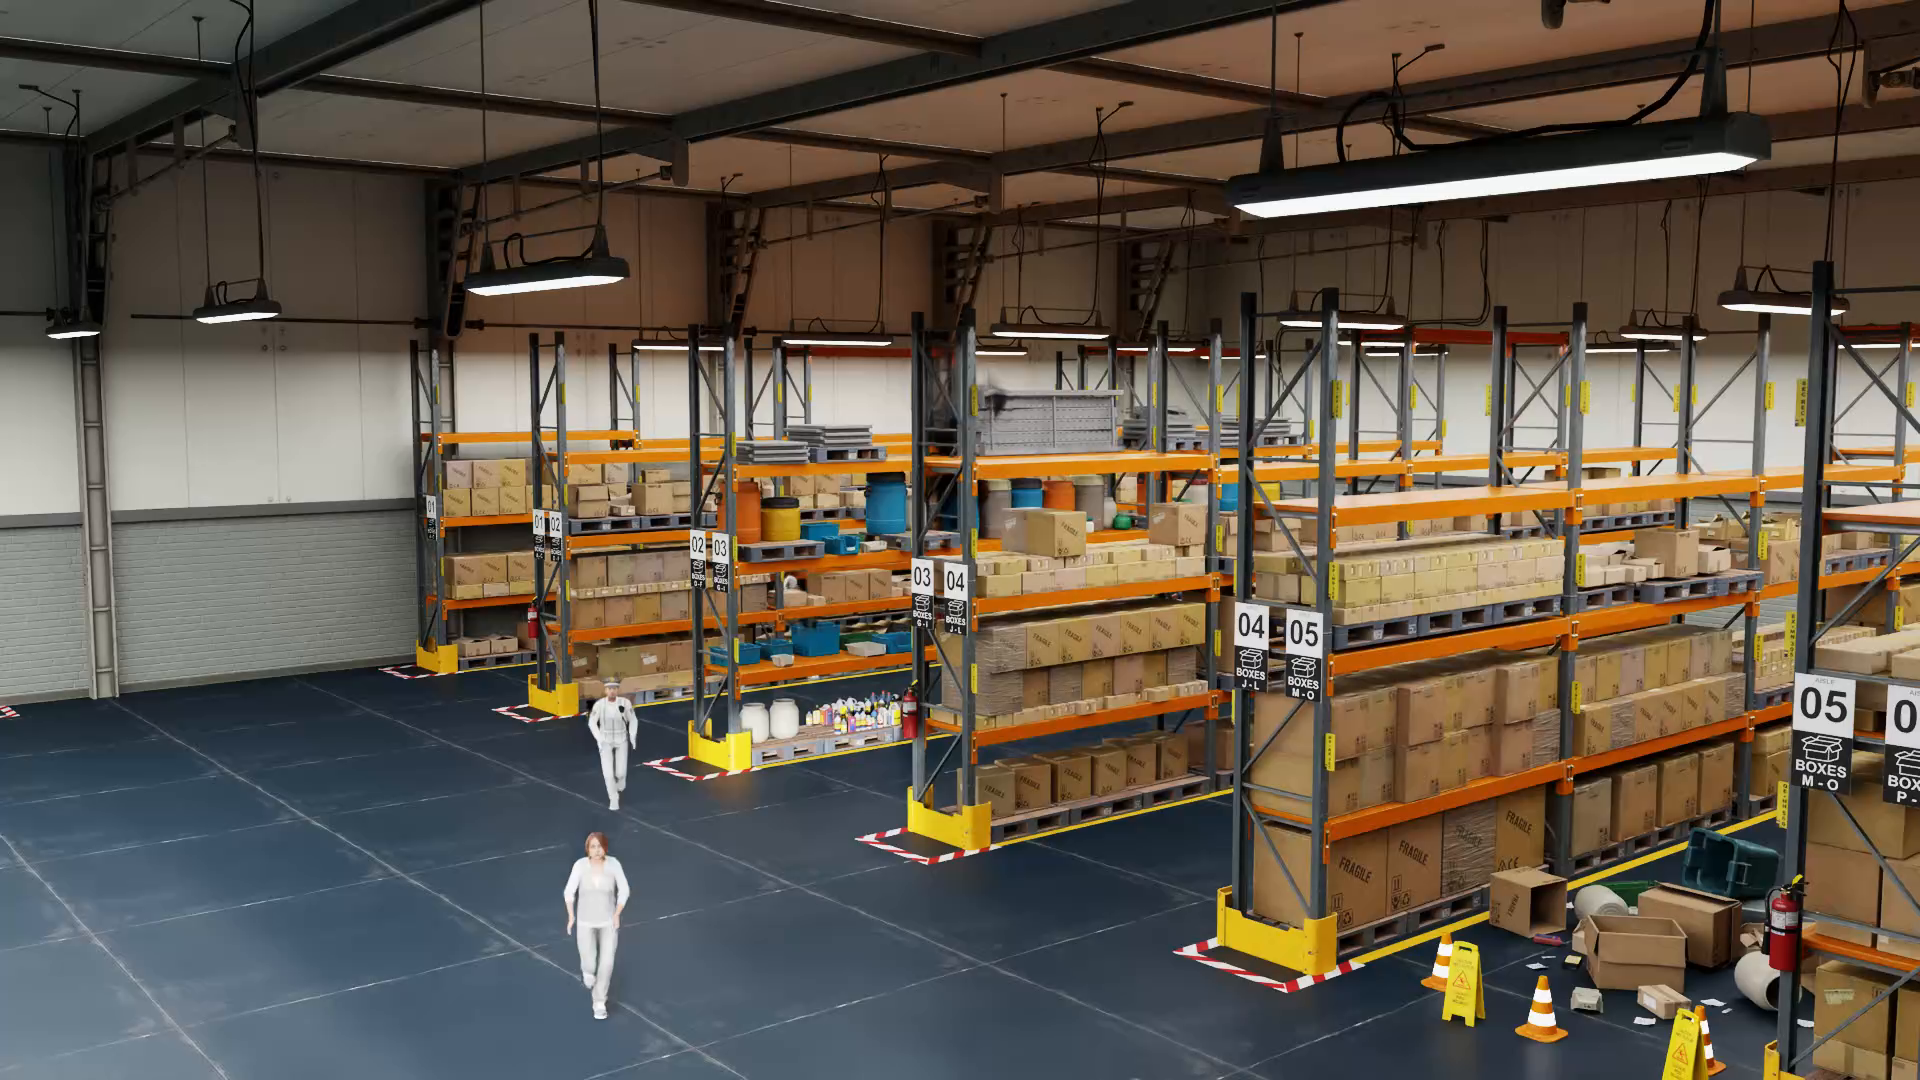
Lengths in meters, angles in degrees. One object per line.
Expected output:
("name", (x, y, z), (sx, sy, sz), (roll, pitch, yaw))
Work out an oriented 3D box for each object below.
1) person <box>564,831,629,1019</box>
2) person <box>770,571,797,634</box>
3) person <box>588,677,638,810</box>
("person", (-2.985, 3.139, 13.697), (0.523, 1.552, 0.557), (-1, 5, -13))
("person", (-3.380, 1.286, 31.992), (0.680, 1.778, 0.985), (5, 7, 42))
("person", (-4.258, 2.473, 20.430), (0.599, 1.638, 0.561), (-1, 5, -13))
